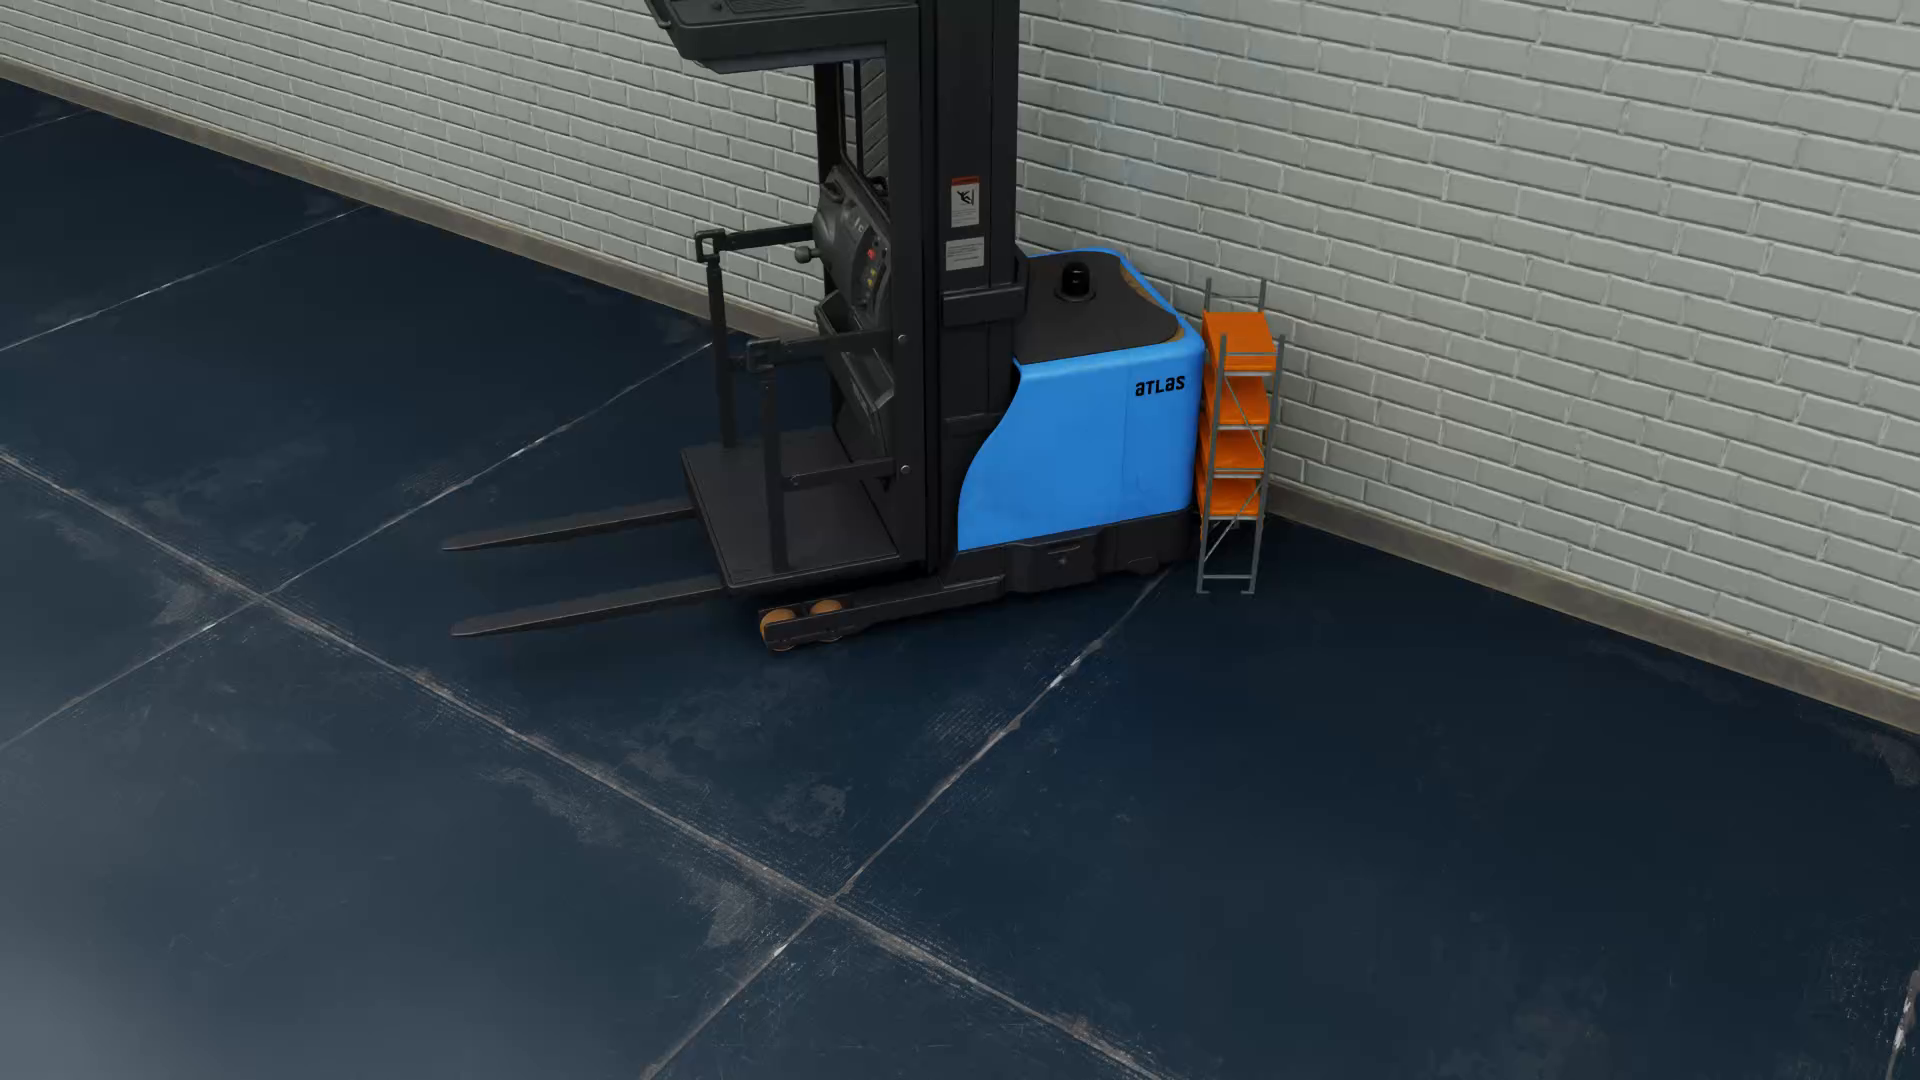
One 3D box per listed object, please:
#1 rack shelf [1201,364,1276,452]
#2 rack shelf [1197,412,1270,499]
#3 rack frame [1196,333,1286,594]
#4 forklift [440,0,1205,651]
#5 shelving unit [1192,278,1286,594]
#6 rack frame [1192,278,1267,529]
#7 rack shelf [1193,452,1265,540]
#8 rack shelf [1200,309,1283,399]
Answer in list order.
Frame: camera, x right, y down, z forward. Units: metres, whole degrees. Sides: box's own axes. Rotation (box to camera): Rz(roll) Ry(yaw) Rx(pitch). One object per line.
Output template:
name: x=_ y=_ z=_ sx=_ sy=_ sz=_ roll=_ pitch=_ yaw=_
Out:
rack shelf: x=1.105 y=-0.542 z=6.702 sx=0.258 sy=0.148 sz=0.480 roll=0 pitch=34 yaw=0
rack shelf: x=1.105 y=-0.357 z=6.827 sx=0.258 sy=0.148 sz=0.480 roll=0 pitch=34 yaw=0
rack frame: x=1.103 y=-0.276 z=6.587 sx=0.240 sy=1.200 sz=0.015 roll=0 pitch=34 yaw=0
forklift: x=-0.595 y=-1.106 z=6.269 sx=3.031 sy=2.935 sz=1.130 roll=-10 pitch=35 yaw=-15
shelving unit: x=1.105 y=-0.413 z=6.789 sx=0.258 sy=1.200 sz=0.503 roll=0 pitch=34 yaw=0
rack frame: x=1.108 y=-0.550 z=6.992 sx=0.240 sy=1.200 sz=0.015 roll=0 pitch=34 yaw=0
rack shelf: x=1.105 y=-0.193 z=6.938 sx=0.258 sy=0.148 sz=0.480 roll=0 pitch=34 yaw=0
rack shelf: x=1.105 y=-0.738 z=6.569 sx=0.258 sy=0.148 sz=0.480 roll=0 pitch=34 yaw=0
